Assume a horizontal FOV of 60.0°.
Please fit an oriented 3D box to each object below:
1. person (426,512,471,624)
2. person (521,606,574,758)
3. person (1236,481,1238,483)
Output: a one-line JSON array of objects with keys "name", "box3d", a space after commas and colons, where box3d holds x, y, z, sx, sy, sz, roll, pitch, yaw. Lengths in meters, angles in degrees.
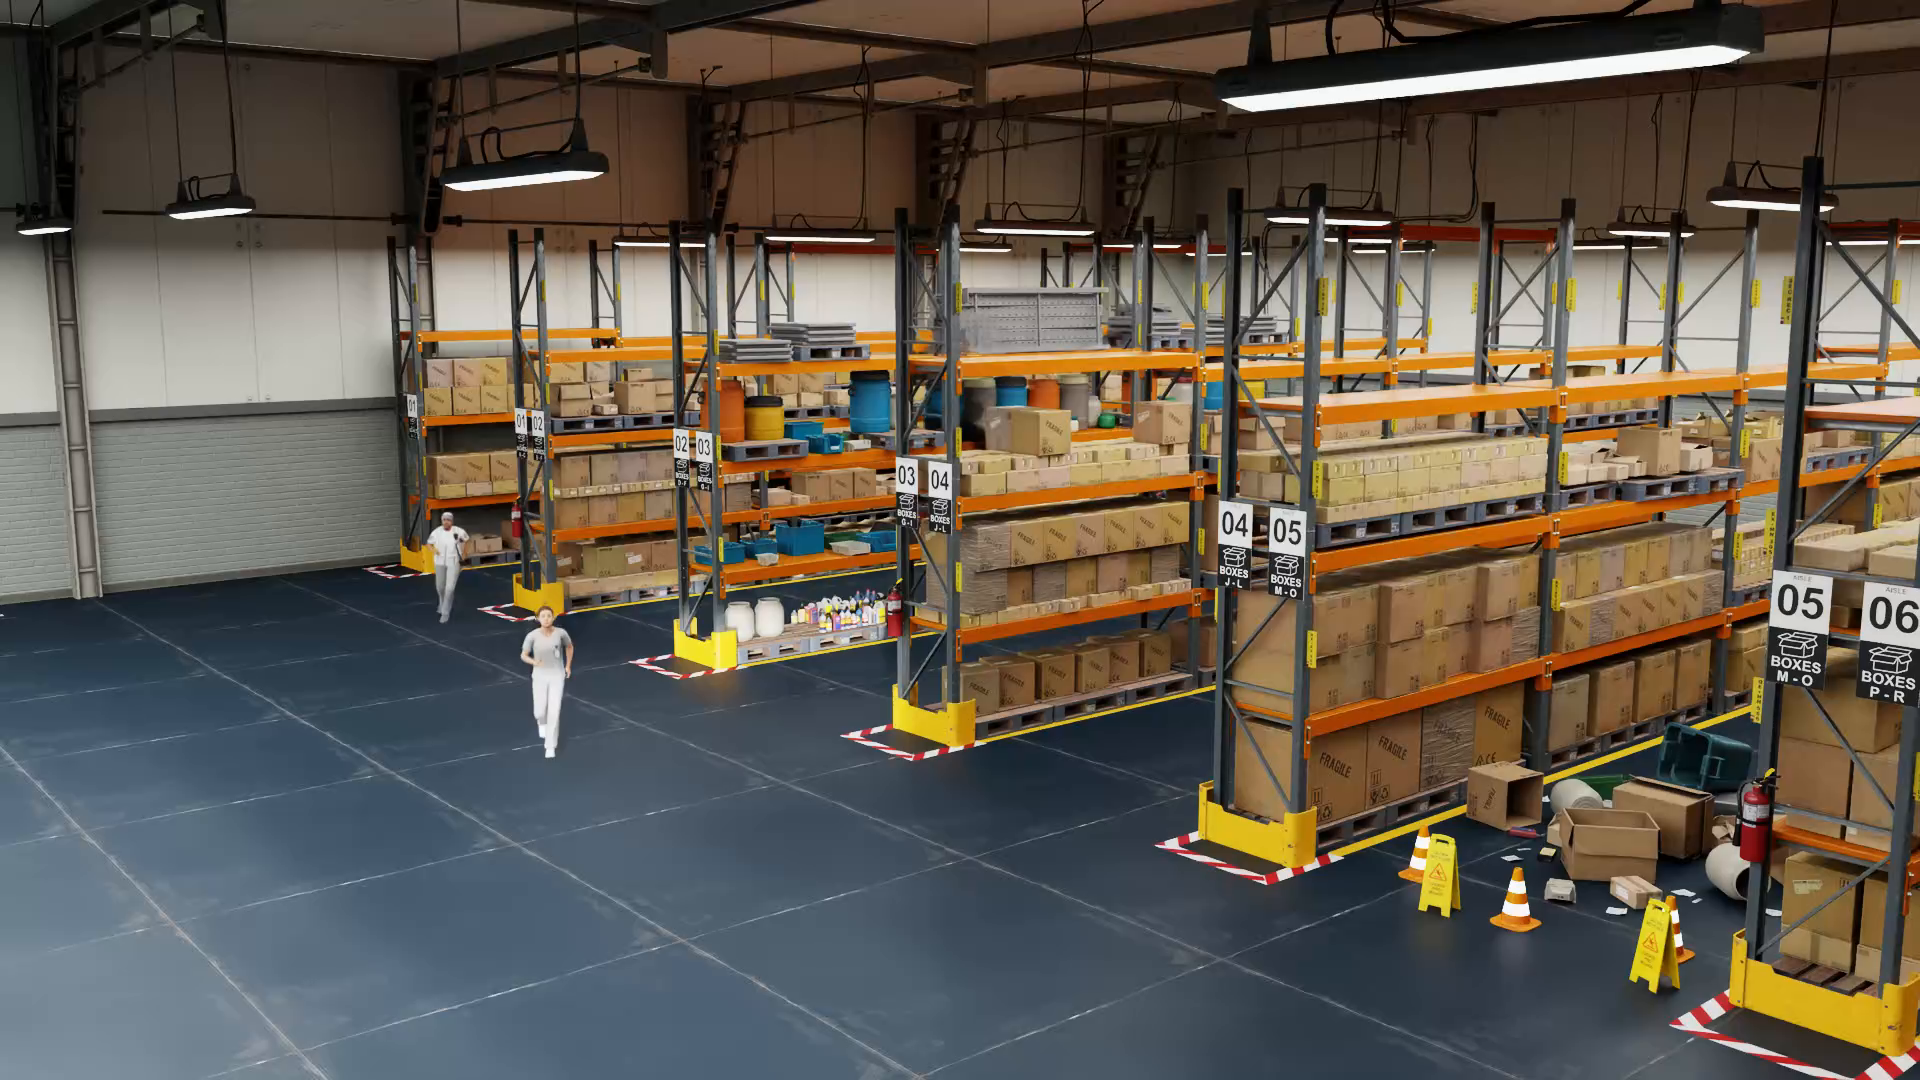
[{"name": "person", "box3d": [0.144, 1.198, 19.769, 15.924, 1.976, 14.046, -1, 9, -4]}, {"name": "person", "box3d": [-4.564, 1.533, 18.447, 0.577, 1.629, 0.794, -3, 9, -16]}, {"name": "person", "box3d": [5.737, -0.911, 34.471, 0.561, 1.613, 0.732, 7, 11, 37]}]
